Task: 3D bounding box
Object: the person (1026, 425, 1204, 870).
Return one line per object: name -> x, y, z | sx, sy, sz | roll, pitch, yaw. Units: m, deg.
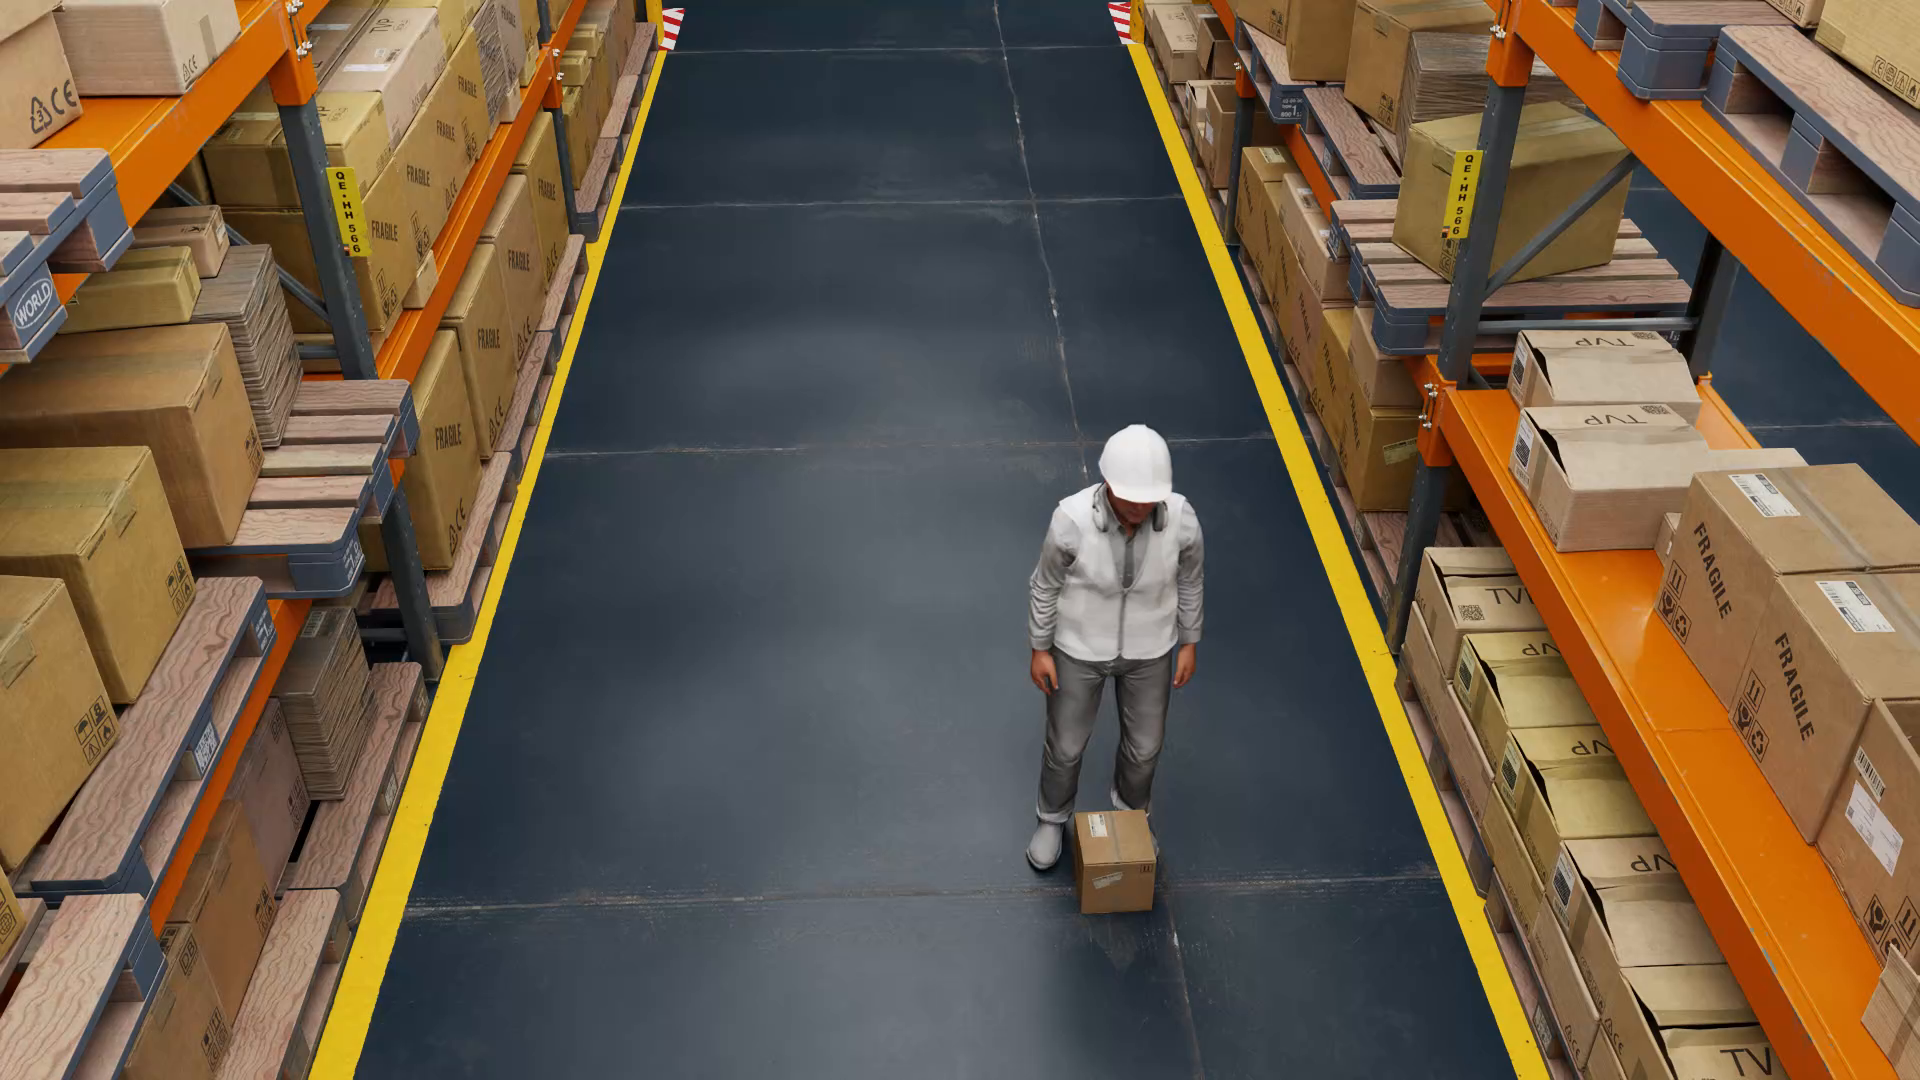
person -> 0.521, 0.360, 5.608 | 0.587, 1.771, 0.466 | -2, 35, -3
